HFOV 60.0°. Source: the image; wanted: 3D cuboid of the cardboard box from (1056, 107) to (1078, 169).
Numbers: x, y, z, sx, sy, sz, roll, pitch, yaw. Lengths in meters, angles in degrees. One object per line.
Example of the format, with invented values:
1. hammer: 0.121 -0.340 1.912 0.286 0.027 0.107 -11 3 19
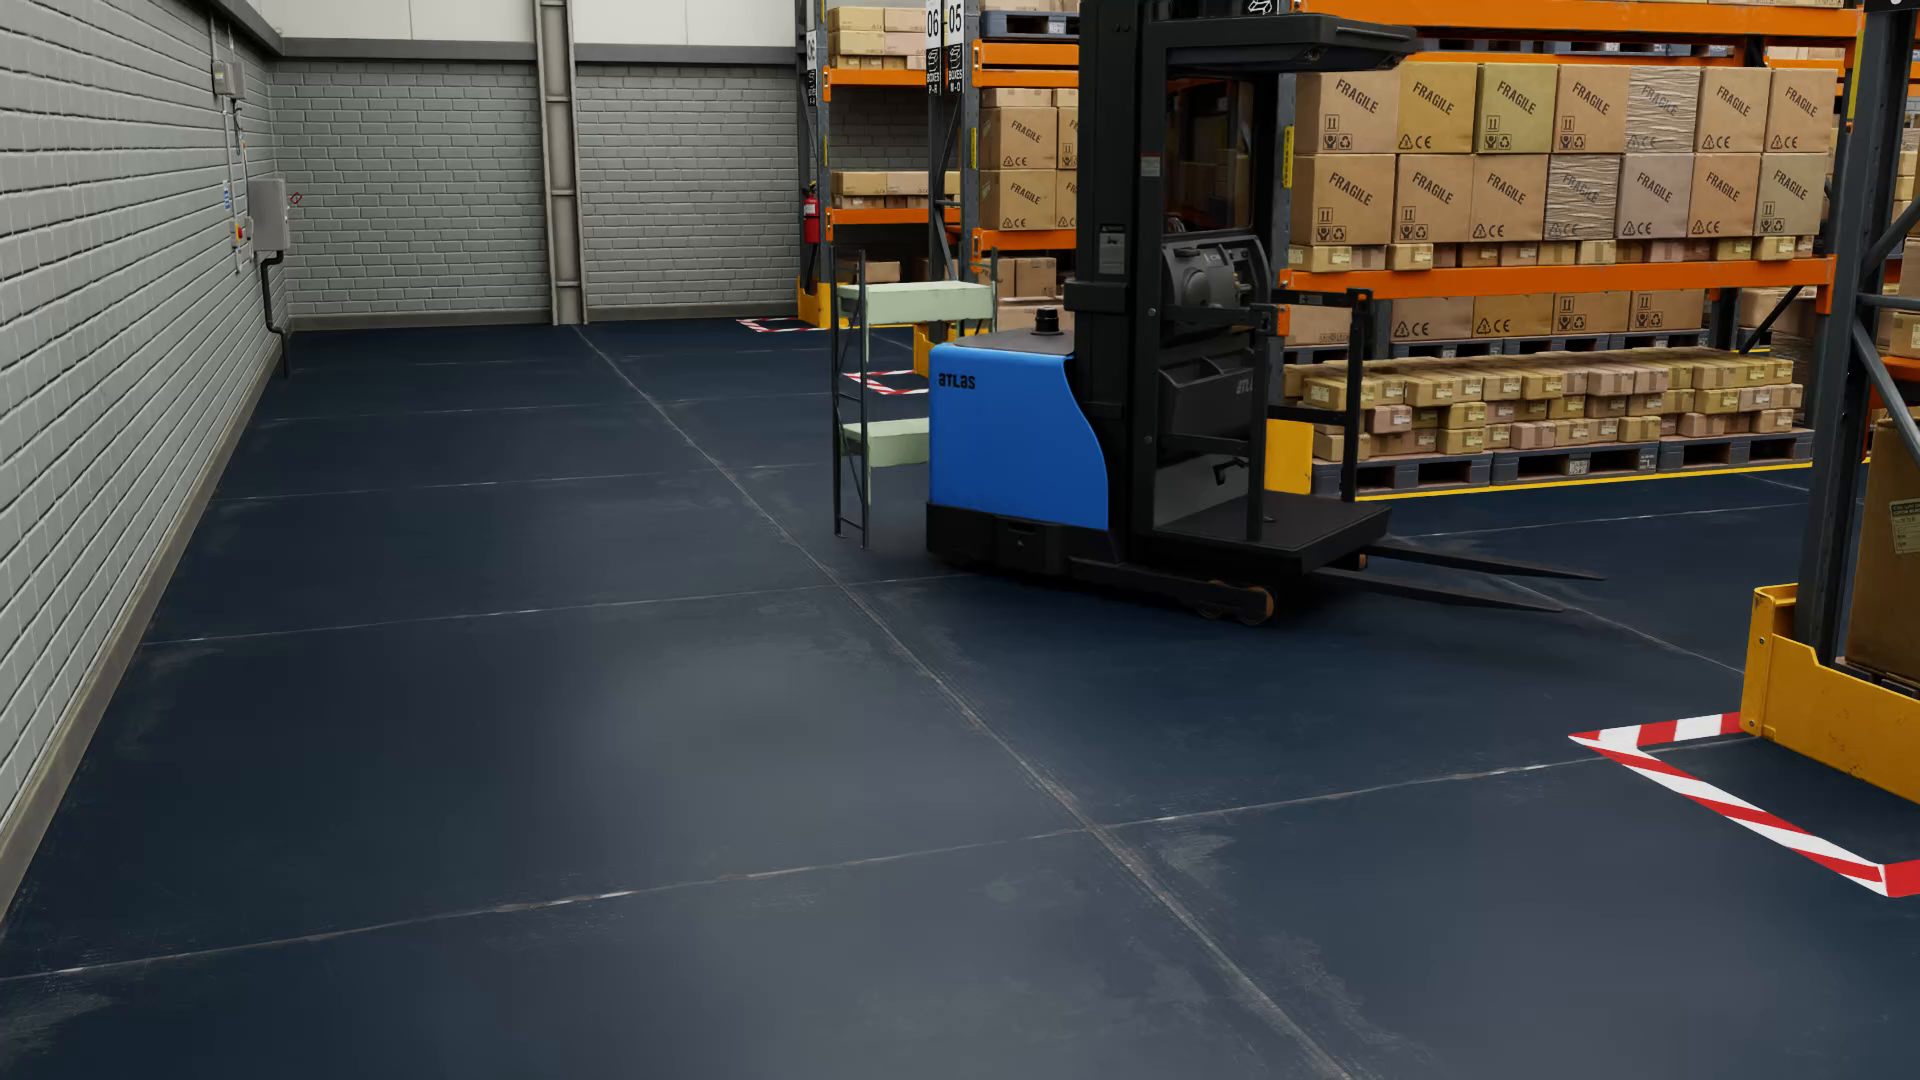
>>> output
1. cardboard box: 0.972 -3.411 14.124 0.500 0.500 0.500 -5 14 -20

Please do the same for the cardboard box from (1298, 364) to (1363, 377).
1. cardboard box: 2.290 -0.992 10.301 0.250 0.149 0.380 -4 14 -17

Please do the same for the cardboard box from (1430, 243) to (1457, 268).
1. cardboard box: 2.727 -1.700 9.851 0.250 0.149 0.380 -4 14 -15

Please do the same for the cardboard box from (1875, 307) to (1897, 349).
1. cardboard box: 6.189 -1.430 11.046 0.500 0.250 0.500 -5 14 -21

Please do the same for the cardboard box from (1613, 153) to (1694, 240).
1. cardboard box: 4.071 -2.101 10.137 0.500 0.500 0.500 -5 14 -18

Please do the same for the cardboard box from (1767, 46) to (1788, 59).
1. cardboard box: 7.873 -4.777 16.303 0.250 0.149 0.380 -4 14 -18

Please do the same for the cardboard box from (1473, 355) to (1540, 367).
1. cardboard box: 3.522 -1.097 10.742 0.250 0.149 0.380 -4 14 -18

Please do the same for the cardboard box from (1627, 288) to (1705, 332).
1. cardboard box: 6.840 -2.592 16.740 0.875 0.875 0.875 -5 14 -19

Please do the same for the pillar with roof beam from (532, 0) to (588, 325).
1. pillar with roof beam: -3.118 -5.925 14.104 0.400 9.000 9.100 -4 14 -18

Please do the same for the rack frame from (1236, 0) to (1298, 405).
1. rack frame: 1.613 -1.785 9.665 0.127 3.000 1.000 -4 14 -18

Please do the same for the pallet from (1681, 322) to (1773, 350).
1. pallet: 8.262 -2.154 17.244 1.213 0.211 1.003 -4 14 -18

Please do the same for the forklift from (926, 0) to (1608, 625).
1. forklift: 1.325 -1.199 7.352 3.031 2.935 1.130 10 16 35

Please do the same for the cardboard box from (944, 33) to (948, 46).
1. cardboard box: -0.176 -5.532 18.619 0.500 0.250 0.500 -5 14 -20

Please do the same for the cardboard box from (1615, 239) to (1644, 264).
1. cardboard box: 3.968 -1.789 10.224 0.250 0.149 0.380 -5 14 -19

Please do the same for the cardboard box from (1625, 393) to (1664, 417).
1. cardboard box: 4.202 -0.883 10.483 0.250 0.149 0.380 -4 14 -17

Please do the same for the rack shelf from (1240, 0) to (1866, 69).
1. rack shelf: 3.509 -3.042 10.022 4.000 0.370 1.077 -4 14 -18

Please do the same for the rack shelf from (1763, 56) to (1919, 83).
1. rack shelf: 9.416 -4.711 17.037 4.000 0.370 1.077 -4 14 -18

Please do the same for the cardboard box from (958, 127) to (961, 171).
1. cardboard box: 0.289 -4.473 19.028 0.500 0.500 0.500 -4 14 -17

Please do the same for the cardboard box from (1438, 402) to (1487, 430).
1. cardboard box: 2.950 -0.770 10.008 0.250 0.149 0.380 -4 14 -16

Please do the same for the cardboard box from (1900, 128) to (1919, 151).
1. cardboard box: 9.490 -3.950 16.999 0.500 0.500 0.500 -5 14 -20

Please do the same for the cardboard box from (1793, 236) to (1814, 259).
1. cardboard box: 5.208 -1.886 10.631 0.250 0.149 0.380 -5 14 -19

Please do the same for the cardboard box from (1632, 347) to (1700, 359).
1. cardboard box: 4.732 -1.200 11.172 0.250 0.149 0.380 -4 14 -15

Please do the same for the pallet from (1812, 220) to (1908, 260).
1. pallet: 6.175 -2.011 11.031 1.213 0.211 1.003 -4 14 -18

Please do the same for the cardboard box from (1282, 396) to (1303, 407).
1. cardboard box: 2.022 -0.849 10.339 0.250 0.149 0.380 -5 14 -20

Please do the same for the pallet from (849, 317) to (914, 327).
1. pallet: -0.821 -2.660 19.368 1.213 0.211 1.003 -4 14 -18

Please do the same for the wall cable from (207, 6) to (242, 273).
1. wall cable: -5.398 -2.951 12.306 0.123 1.953 0.585 -4 14 -18

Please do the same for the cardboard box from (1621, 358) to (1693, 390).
1. cardboard box: 4.416 -1.054 10.560 0.250 0.149 0.380 -4 14 -16

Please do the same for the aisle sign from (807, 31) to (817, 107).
1. aisle sign: -1.619 -5.147 18.181 0.004 0.787 0.394 -4 14 -18

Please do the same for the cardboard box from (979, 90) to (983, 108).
1. cardboard box: 0.215 -3.784 14.292 0.250 0.149 0.380 -4 14 -17

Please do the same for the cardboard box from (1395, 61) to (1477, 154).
1. cardboard box: 2.599 -2.478 9.560 0.500 0.500 0.500 -4 14 -16

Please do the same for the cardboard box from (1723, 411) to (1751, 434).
1. cardboard box: 4.868 -0.793 10.748 0.250 0.149 0.380 -4 14 -16

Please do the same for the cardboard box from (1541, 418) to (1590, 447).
1. cardboard box: 3.673 -0.688 10.306 0.250 0.149 0.380 -4 14 -18

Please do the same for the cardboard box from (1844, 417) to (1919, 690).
1. cardboard box: 3.680 0.075 5.530 0.875 0.875 0.875 -4 14 -18

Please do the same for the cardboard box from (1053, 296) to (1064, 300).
1. cardboard box: 1.397 -1.961 15.035 0.875 0.438 0.875 -4 14 -17

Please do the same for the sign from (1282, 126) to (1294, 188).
1. sign: 1.786 -2.087 9.065 0.005 0.325 0.100 -4 14 -18

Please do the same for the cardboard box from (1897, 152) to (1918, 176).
1. cardboard box: 5.924 -2.380 10.516 0.250 0.149 0.380 -4 14 -15

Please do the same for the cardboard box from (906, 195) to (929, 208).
1. cardboard box: -0.526 -3.855 18.909 0.250 0.149 0.380 -4 14 -16

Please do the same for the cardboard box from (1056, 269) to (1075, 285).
1. cardboard box: 1.441 -3.146 20.290 0.500 0.311 0.500 -4 14 -16

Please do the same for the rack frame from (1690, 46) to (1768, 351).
1. rack frame: 7.521 -3.454 16.680 0.127 3.000 1.000 -4 14 -18

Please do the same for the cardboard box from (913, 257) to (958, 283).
1. cardboard box: -0.216 -3.019 19.346 0.500 0.500 0.700 -4 14 -16

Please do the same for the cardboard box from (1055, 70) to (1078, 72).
1. cardboard box: 1.172 -5.440 19.092 0.250 0.149 0.380 -5 14 -18

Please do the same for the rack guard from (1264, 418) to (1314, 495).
1. rack guard: 1.685 -0.575 9.978 0.348 0.500 1.175 -4 14 -18

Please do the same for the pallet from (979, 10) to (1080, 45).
1. pallet: 0.638 -4.336 14.101 1.213 0.211 1.003 -4 14 -18

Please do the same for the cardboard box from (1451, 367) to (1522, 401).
1. cardboard box: 3.195 -0.948 10.114 0.250 0.149 0.380 -4 14 -16

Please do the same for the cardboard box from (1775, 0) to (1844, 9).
1. cardboard box: 5.025 -3.371 10.175 0.500 0.250 0.500 -4 14 -17

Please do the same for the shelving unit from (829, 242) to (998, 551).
1. shelving unit: -0.235 -0.755 8.575 0.755 1.500 0.431 -7 15 -27

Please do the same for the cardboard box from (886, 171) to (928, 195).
1. cardboard box: -0.654 -4.035 18.806 0.500 0.250 0.500 -4 14 -17

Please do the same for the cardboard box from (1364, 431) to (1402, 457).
1. cardboard box: 2.434 -0.608 9.971 0.250 0.149 0.380 -5 14 -18

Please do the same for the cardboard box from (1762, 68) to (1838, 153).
1. cardboard box: 5.045 -2.666 10.349 0.500 0.500 0.500 -5 14 -20
